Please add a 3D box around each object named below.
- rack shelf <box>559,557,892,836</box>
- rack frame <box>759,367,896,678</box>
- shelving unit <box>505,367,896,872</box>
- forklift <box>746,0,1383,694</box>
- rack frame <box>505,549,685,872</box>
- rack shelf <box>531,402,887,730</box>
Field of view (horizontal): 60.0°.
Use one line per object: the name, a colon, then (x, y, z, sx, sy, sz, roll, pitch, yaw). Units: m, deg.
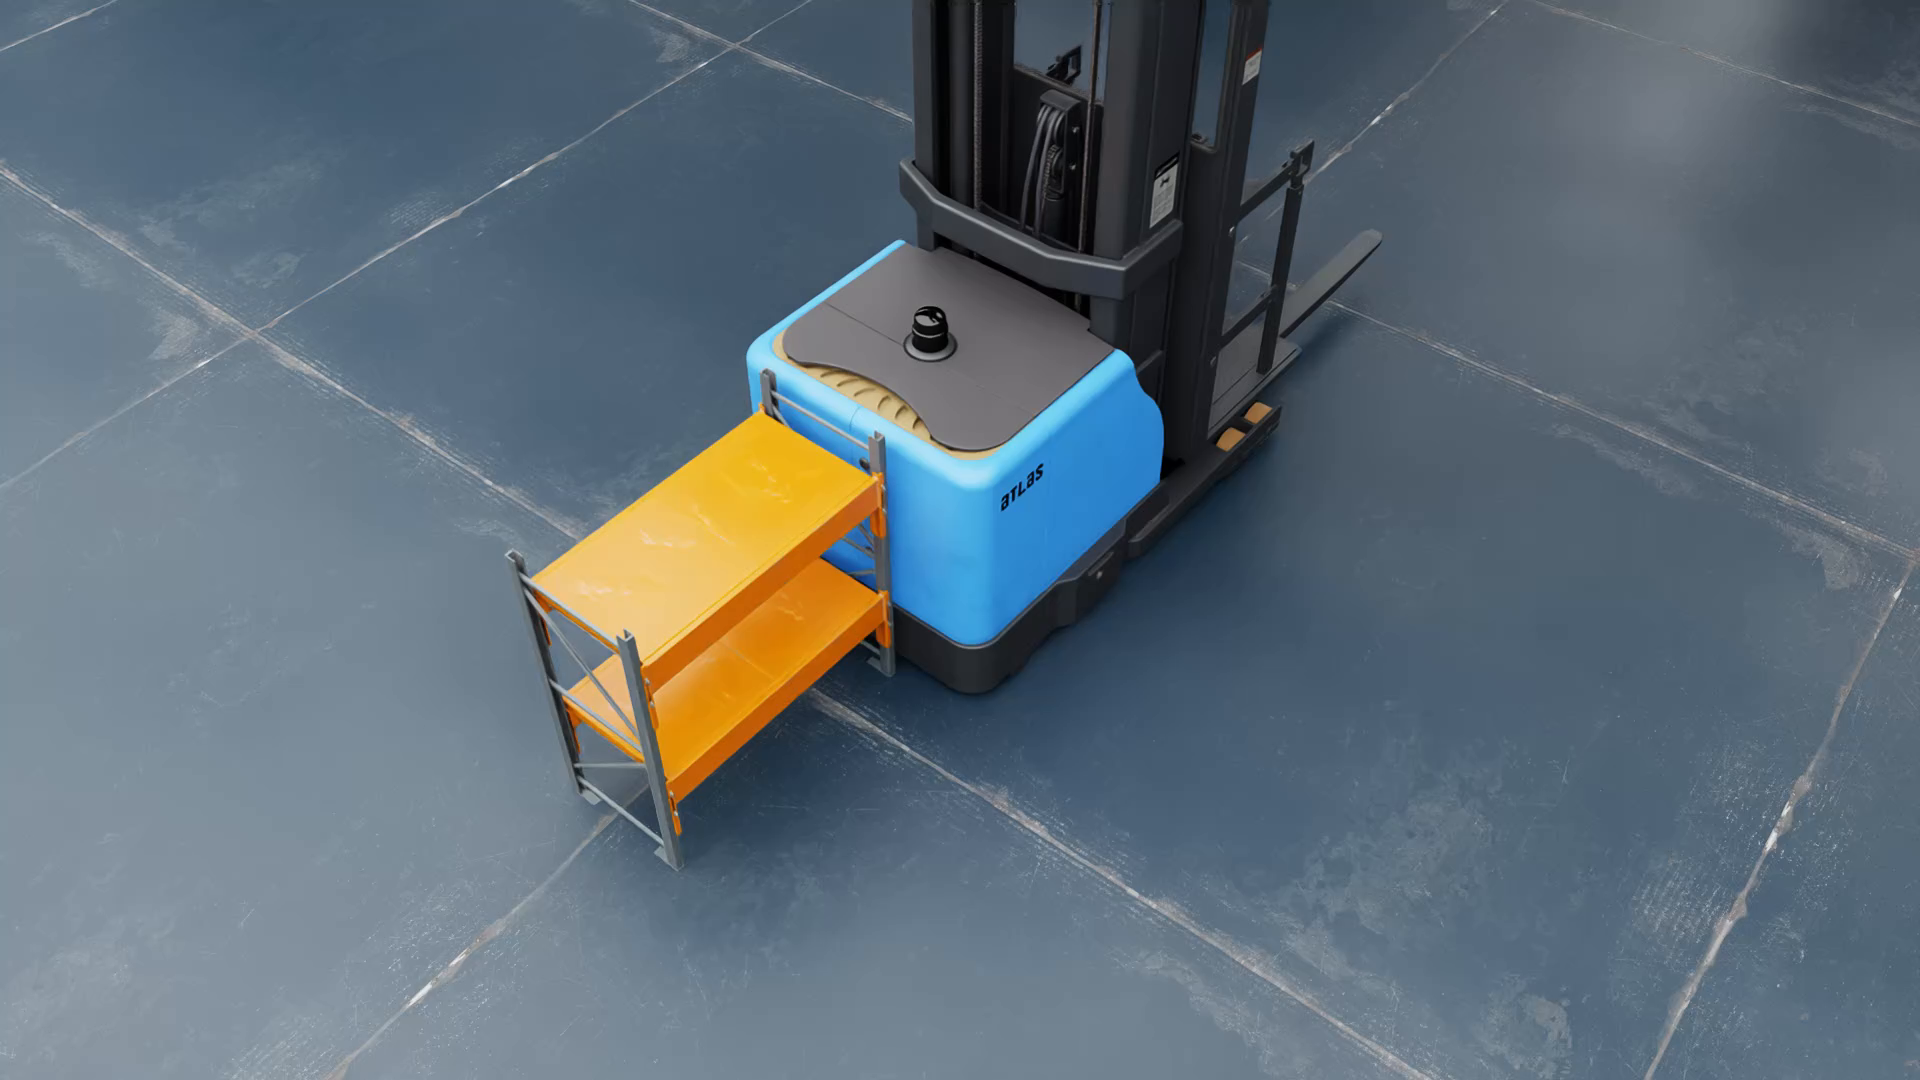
rack shelf: (-0.750, 0.422, 5.408, 0.538, 0.278, 1.000, 31, 54, 26)
rack frame: (-0.426, -0.031, 5.502, 0.500, 1.125, 0.032, 31, 54, 26)
shelving unit: (-0.750, 0.253, 5.231, 0.538, 1.125, 1.048, 31, 54, 26)
forklift: (0.616, -1.493, 5.650, 1.130, 2.935, 3.031, 31, 54, 26)
rack frame: (-1.073, 0.536, 4.960, 0.500, 1.125, 0.032, 31, 54, 26)
rack shelf: (-0.750, 0.050, 5.019, 0.538, 0.278, 1.000, 31, 54, 26)
